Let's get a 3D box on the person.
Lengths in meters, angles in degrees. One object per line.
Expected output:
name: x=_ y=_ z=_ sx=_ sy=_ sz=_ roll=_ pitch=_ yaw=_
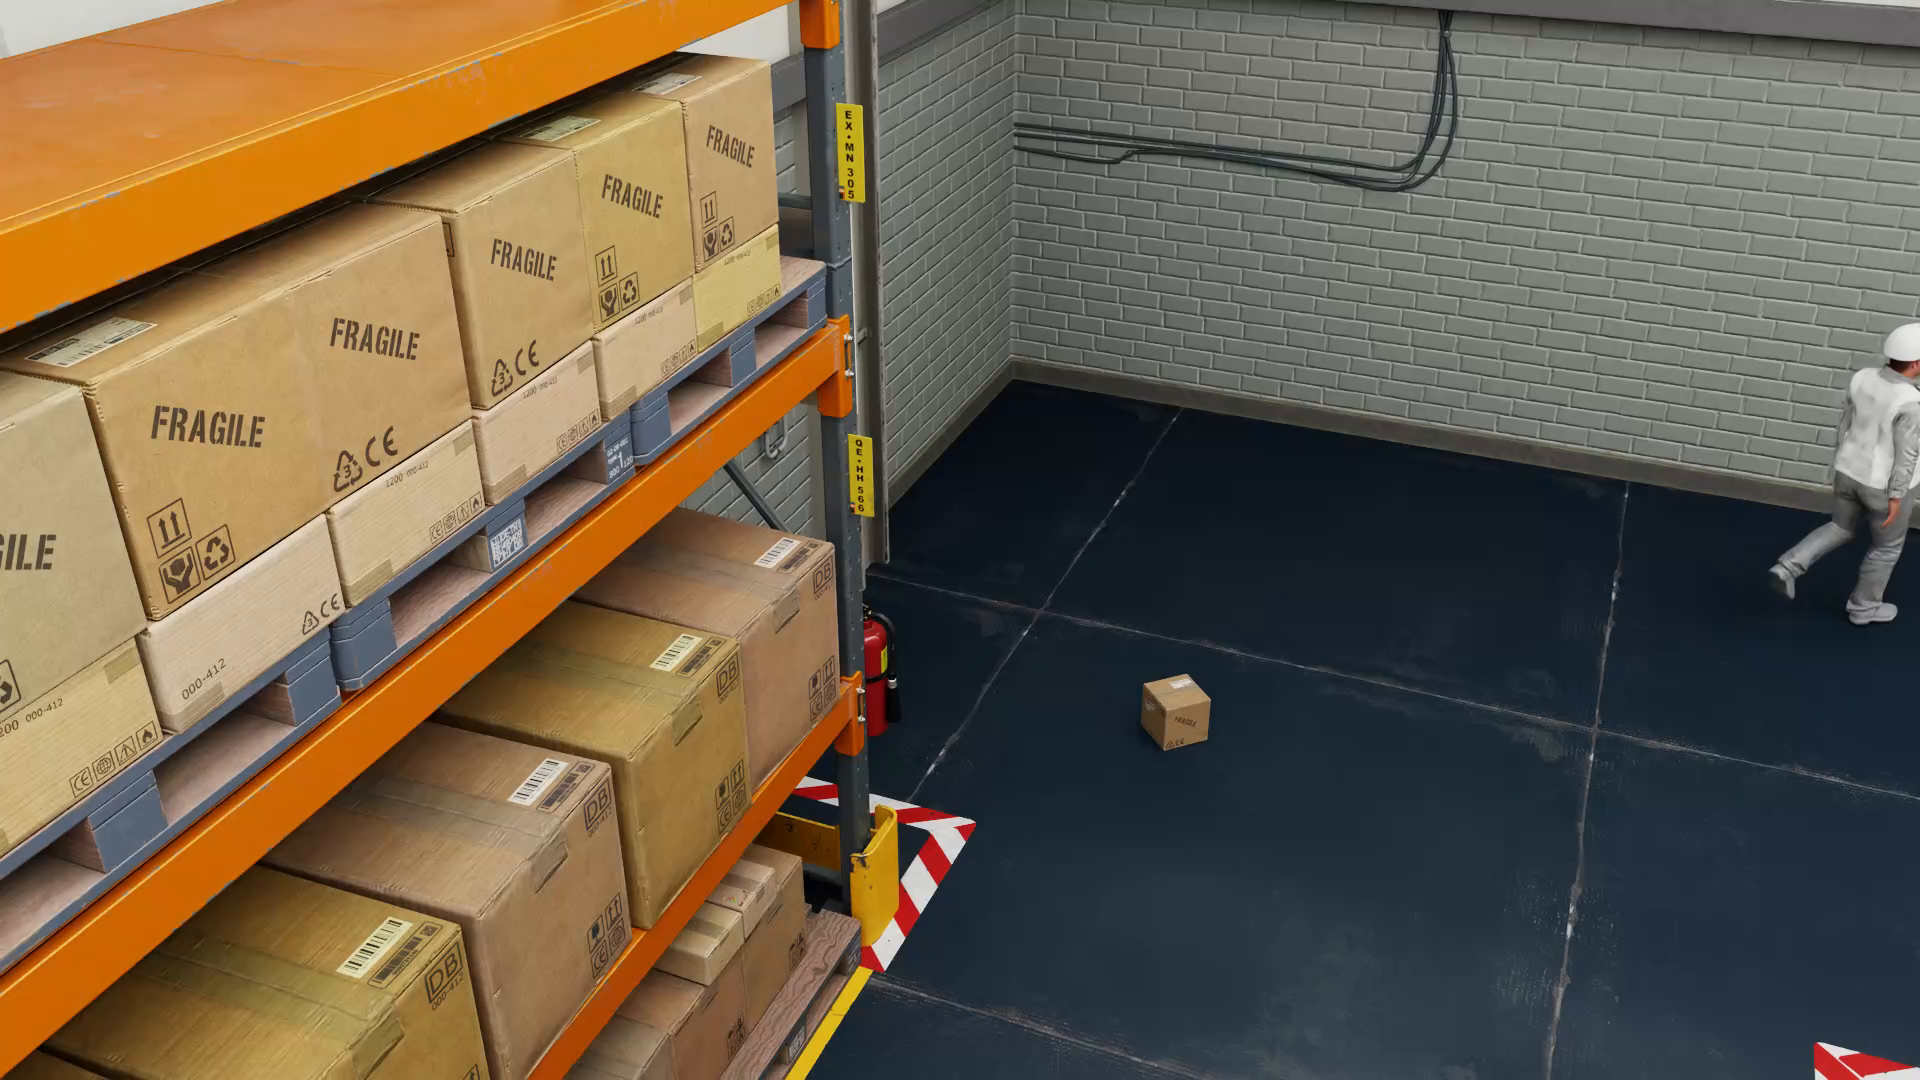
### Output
person: x=4.892 y=-0.345 z=8.958 sx=0.741 sy=1.758 sz=0.553 roll=-8 pitch=30 yaw=-14
